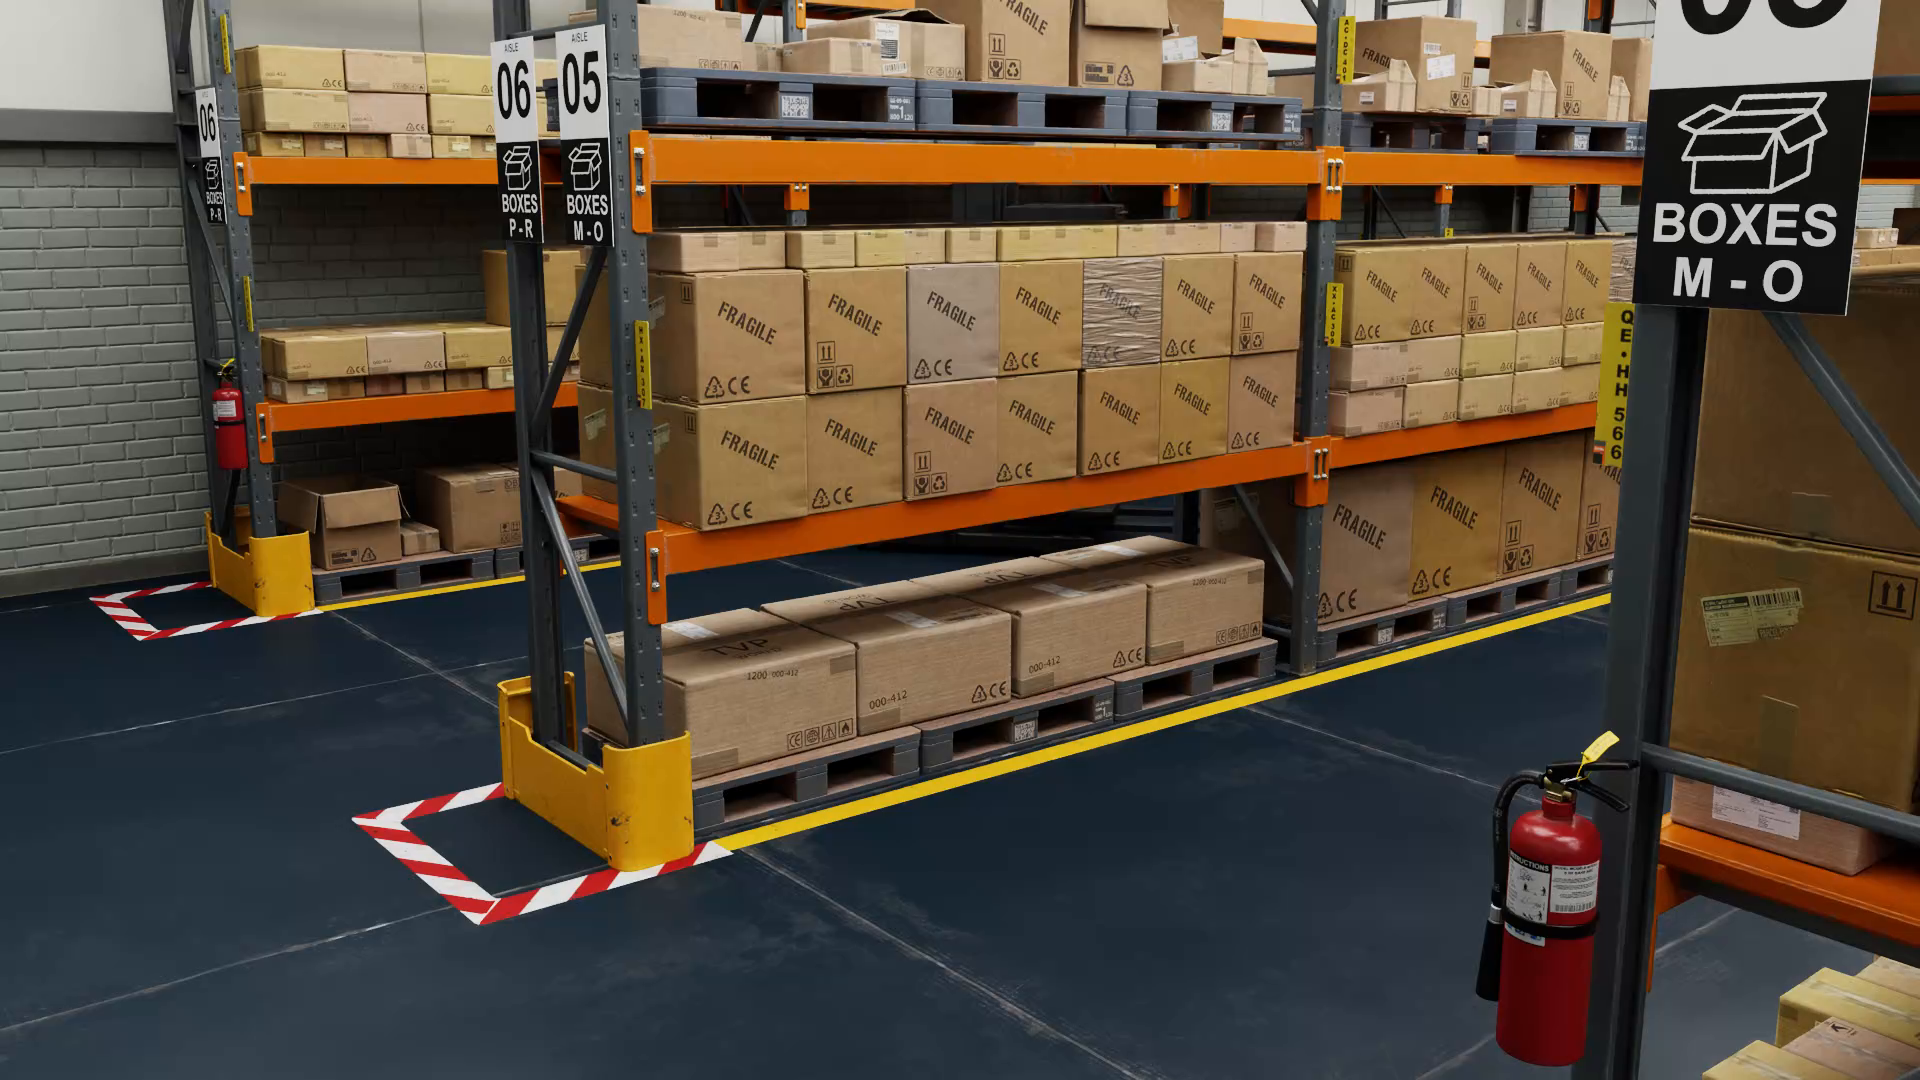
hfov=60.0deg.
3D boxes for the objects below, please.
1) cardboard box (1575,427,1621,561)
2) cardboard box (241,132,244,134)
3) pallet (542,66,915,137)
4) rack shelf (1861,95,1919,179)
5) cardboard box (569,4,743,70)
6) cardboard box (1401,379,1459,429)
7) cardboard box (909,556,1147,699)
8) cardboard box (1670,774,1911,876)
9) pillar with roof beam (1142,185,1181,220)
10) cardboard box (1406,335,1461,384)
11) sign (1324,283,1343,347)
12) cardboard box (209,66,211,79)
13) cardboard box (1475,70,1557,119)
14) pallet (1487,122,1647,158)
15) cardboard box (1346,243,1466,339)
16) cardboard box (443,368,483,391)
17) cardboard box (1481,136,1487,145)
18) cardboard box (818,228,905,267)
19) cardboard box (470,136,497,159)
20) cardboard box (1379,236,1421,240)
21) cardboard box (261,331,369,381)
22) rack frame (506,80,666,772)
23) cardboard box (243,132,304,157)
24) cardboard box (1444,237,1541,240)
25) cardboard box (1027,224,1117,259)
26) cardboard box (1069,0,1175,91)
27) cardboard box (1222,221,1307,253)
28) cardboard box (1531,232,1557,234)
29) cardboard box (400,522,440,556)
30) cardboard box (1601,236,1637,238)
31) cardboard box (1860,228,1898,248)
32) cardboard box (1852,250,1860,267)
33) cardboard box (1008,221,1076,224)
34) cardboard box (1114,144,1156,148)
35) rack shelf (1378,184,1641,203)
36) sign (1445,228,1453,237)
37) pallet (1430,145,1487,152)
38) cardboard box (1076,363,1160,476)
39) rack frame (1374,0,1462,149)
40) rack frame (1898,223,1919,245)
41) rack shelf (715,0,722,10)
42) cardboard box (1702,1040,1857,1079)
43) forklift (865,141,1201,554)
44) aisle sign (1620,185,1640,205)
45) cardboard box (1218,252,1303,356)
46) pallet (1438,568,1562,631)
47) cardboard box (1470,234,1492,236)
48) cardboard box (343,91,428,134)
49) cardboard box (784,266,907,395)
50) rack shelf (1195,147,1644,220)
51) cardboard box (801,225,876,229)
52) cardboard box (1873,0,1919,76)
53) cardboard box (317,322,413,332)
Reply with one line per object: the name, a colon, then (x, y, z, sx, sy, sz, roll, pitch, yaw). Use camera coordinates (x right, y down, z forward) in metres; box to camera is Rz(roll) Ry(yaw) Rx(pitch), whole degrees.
cardboard box: (4.130, -0.410, 11.442, 0.875, 0.875, 0.875, -10, 15, -38)
cardboard box: (-4.452, -2.728, 10.677, 0.500, 0.250, 0.500, -10, 15, -39)
pallet: (-0.953, -1.804, 6.894, 1.213, 0.211, 1.003, -9, 15, -38)
rack shelf: (3.208, -0.867, 4.001, 4.000, 0.370, 1.077, -9, 15, -38)
cardboard box: (-1.230, -2.003, 6.729, 0.500, 0.250, 0.500, -11, 16, -43)
cardboard box: (2.510, -0.809, 9.580, 0.500, 0.250, 0.500, -10, 16, -39)
cardboard box: (0.342, 0.427, 8.553, 0.875, 0.438, 0.875, -10, 16, -39)
cardboard box: (1.724, 0.542, 3.457, 0.250, 0.149, 0.380, -9, 15, -38)
pillar with roof beam: (4.762, -4.676, 12.987, 0.400, 9.000, 9.100, -9, 15, -38)
cardboard box: (2.507, -1.056, 9.537, 0.500, 0.250, 0.500, -9, 15, -37)
sign: (1.946, -1.173, 8.659, 0.005, 0.325, 0.100, -9, 15, -38)
cardboard box: (-4.456, -2.974, 10.630, 0.500, 0.250, 0.500, -10, 16, -39)
cardboard box: (3.244, -2.588, 9.688, 0.258, 0.266, 0.396, -8, 14, -33)
pallet: (4.252, -2.603, 10.898, 1.003, 0.211, 1.213, -9, 15, -35)
cardboard box: (2.501, -1.420, 9.447, 0.500, 0.500, 0.500, -10, 15, -38)
cardboard box: (-3.408, -1.100, 11.194, 0.250, 0.149, 0.380, -9, 15, -37)
cardboard box: (5.543, -4.390, 17.823, 0.500, 0.311, 0.500, -9, 15, -37)
cardboard box: (-0.446, -1.236, 7.020, 0.250, 0.149, 0.380, -10, 16, -39)
cardboard box: (-3.222, -2.596, 11.018, 0.250, 0.149, 0.380, -10, 15, -38)
cardboard box: (4.802, -3.246, 18.175, 0.250, 0.149, 0.380, -9, 15, -38)
cardboard box: (-4.106, -1.174, 10.581, 0.500, 0.250, 0.500, -9, 15, -37)
rack frame: (-1.525, -0.282, 6.735, 0.127, 3.000, 1.000, -9, 15, -38)
cardboard box: (-4.235, -2.435, 10.256, 0.250, 0.149, 0.380, -9, 15, -36)
cardboard box: (3.389, -1.703, 10.780, 0.500, 0.500, 0.500, -9, 15, -36)
cardboard box: (0.519, -1.409, 7.834, 0.250, 0.149, 0.380, -10, 15, -39)
cardboard box: (0.565, -2.393, 7.955, 0.637, 0.503, 0.797, -8, 14, -33)
cardboard box: (1.556, -1.565, 8.567, 0.250, 0.149, 0.380, -10, 15, -39)
cardboard box: (6.844, -3.571, 19.705, 0.250, 0.149, 0.380, -9, 15, -37)
cardboard box: (-3.736, -0.010, 11.308, 0.250, 0.149, 0.380, -10, 16, -40)
cardboard box: (4.481, -1.749, 10.994, 0.500, 0.500, 0.500, -10, 16, -39)
cardboard box: (7.096, -2.368, 13.030, 0.250, 0.149, 0.380, -10, 16, -39)
cardboard box: (6.426, -1.943, 12.590, 0.500, 0.500, 0.500, -10, 16, -40)
cardboard box: (0.368, -1.530, 8.401, 0.250, 0.149, 0.380, -10, 16, -39)
cardboard box: (1.369, -3.413, 14.618, 0.500, 0.250, 0.500, -10, 16, -40)
rack shelf: (6.303, -4.019, 18.843, 4.000, 0.370, 1.077, -9, 15, -38)
sign: (5.088, -3.085, 17.337, 0.005, 0.325, 0.100, -9, 15, -38)
pallet: (5.391, -4.183, 18.096, 1.213, 0.211, 1.003, -9, 15, -38)
cardboard box: (0.614, -0.613, 8.054, 0.500, 0.500, 0.500, -10, 15, -38)
rack frame: (4.741, -5.578, 17.234, 0.127, 3.000, 1.000, -9, 15, -38)
rack frame: (7.845, -1.839, 14.068, 0.127, 3.000, 1.000, -9, 15, -38)
rack shelf: (-3.067, -3.927, 11.199, 4.000, 0.370, 1.077, -9, 15, -38)
cardboard box: (1.901, 1.296, 3.724, 0.250, 0.149, 0.380, -9, 15, -37)
forklift: (0.699, -1.411, 12.216, 3.031, 2.935, 1.130, 2, 12, 9)
aisle sign: (8.099, -4.395, 19.848, 0.004, 0.787, 0.394, -9, 15, -38)
cardboard box: (1.402, -1.233, 8.566, 0.500, 0.500, 0.500, -10, 15, -38)
pallet: (3.107, 0.291, 10.748, 1.213, 0.211, 1.003, -9, 15, -38)
cardboard box: (5.822, -3.407, 18.933, 0.250, 0.149, 0.380, -10, 15, -38)
cardboard box: (-3.728, -2.709, 10.586, 0.500, 0.250, 0.500, -9, 15, -37)
cardboard box: (-0.573, -0.904, 7.018, 0.500, 0.500, 0.500, -10, 16, -39)
rack shelf: (3.160, -2.176, 10.165, 4.000, 0.370, 1.077, -9, 15, -38)
cardboard box: (-0.567, -1.349, 7.550, 0.250, 0.149, 0.380, -10, 15, -38)
cardboard box: (1.836, -0.988, 3.200, 0.500, 0.250, 0.500, -10, 15, -39)
cardboard box: (-4.032, -1.328, 11.307, 0.500, 0.250, 0.500, -9, 15, -37)
